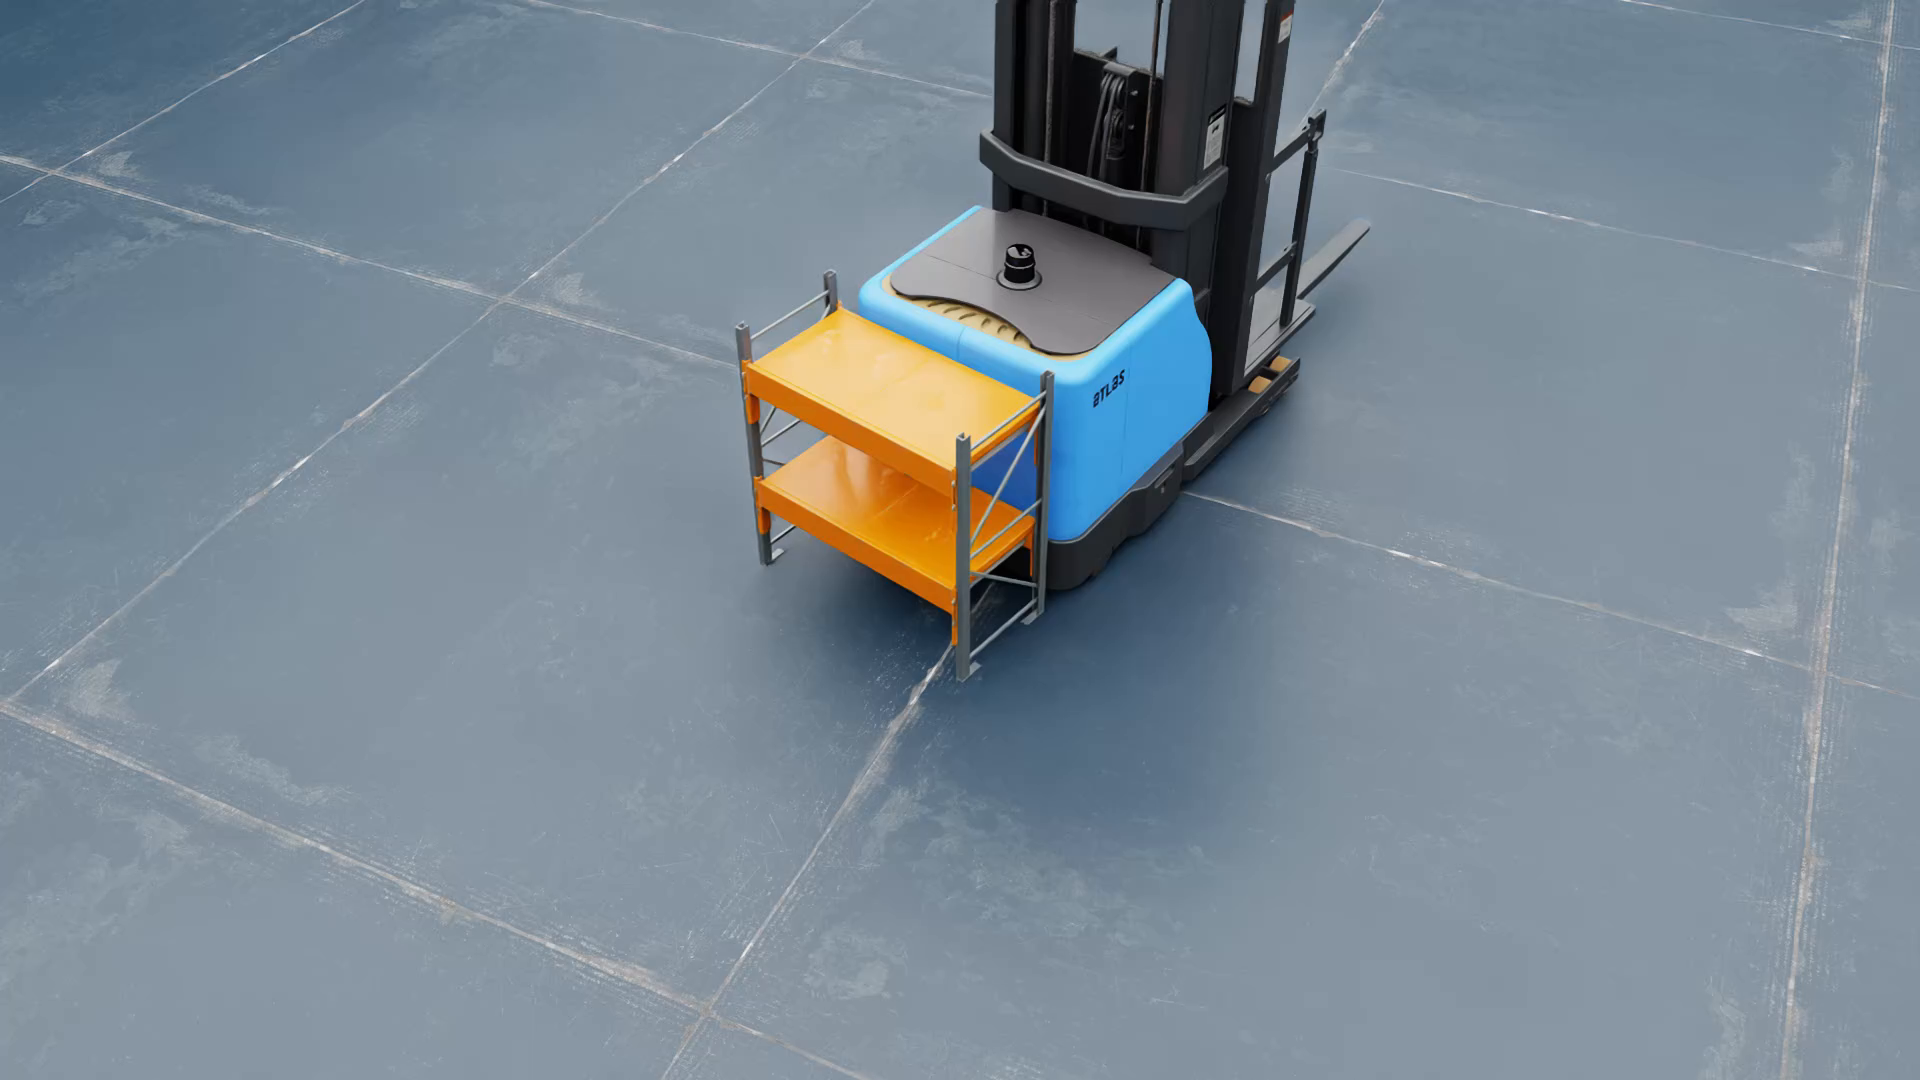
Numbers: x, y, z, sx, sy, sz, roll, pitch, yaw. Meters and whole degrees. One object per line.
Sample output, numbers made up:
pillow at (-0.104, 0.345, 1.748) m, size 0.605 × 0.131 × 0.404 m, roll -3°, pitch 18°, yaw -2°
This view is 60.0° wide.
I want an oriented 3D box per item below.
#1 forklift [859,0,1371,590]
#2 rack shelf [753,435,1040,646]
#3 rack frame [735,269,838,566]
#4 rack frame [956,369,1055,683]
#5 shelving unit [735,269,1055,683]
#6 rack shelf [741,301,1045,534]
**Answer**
forklift at (0.874, -1.836, 6.630) m, size 1.130 × 2.935 × 3.031 m, roll 25°, pitch 47°, yaw 26°
rack shelf at (-0.237, -0.056, 6.330) m, size 1.000 × 0.278 × 0.538 m, roll 28°, pitch 48°, yaw 29°
rack frame at (-0.630, -0.453, 6.413) m, size 0.032 × 1.125 × 0.500 m, roll 28°, pitch 48°, yaw 29°
rack frame at (0.156, -0.030, 5.926) m, size 0.032 × 1.125 × 0.500 m, roll 28°, pitch 48°, yaw 29°
shelving unit at (-0.237, -0.241, 6.169) m, size 1.048 × 1.125 × 0.538 m, roll 28°, pitch 48°, yaw 29°
rack shelf at (-0.237, -0.462, 5.978) m, size 1.000 × 0.278 × 0.538 m, roll 28°, pitch 48°, yaw 29°
